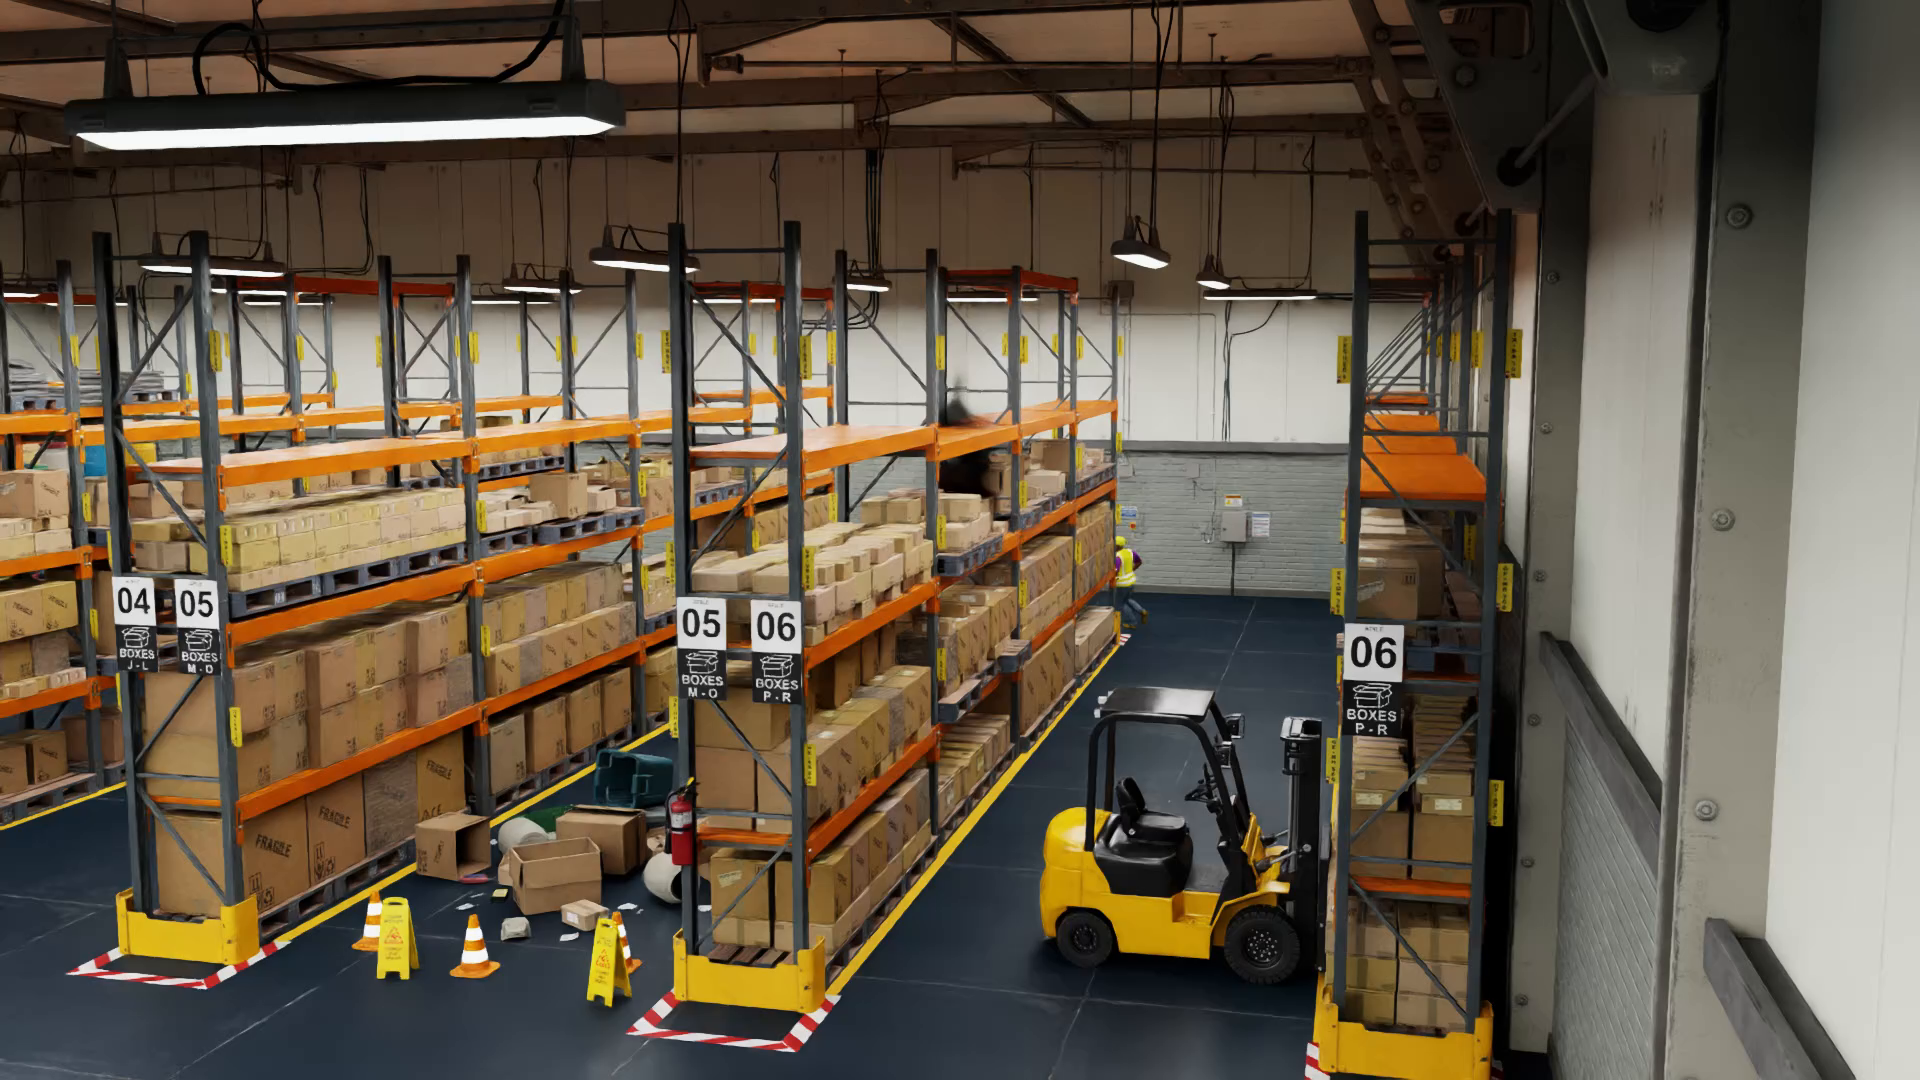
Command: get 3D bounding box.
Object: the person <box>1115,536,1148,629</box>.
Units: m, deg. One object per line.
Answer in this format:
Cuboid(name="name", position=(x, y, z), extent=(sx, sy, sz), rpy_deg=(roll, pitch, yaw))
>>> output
Cuboid(name="person", position=(2.931, 0.762, 29.374), extent=(0.596, 1.691, 0.758), rpy_deg=(5, 9, 38))
